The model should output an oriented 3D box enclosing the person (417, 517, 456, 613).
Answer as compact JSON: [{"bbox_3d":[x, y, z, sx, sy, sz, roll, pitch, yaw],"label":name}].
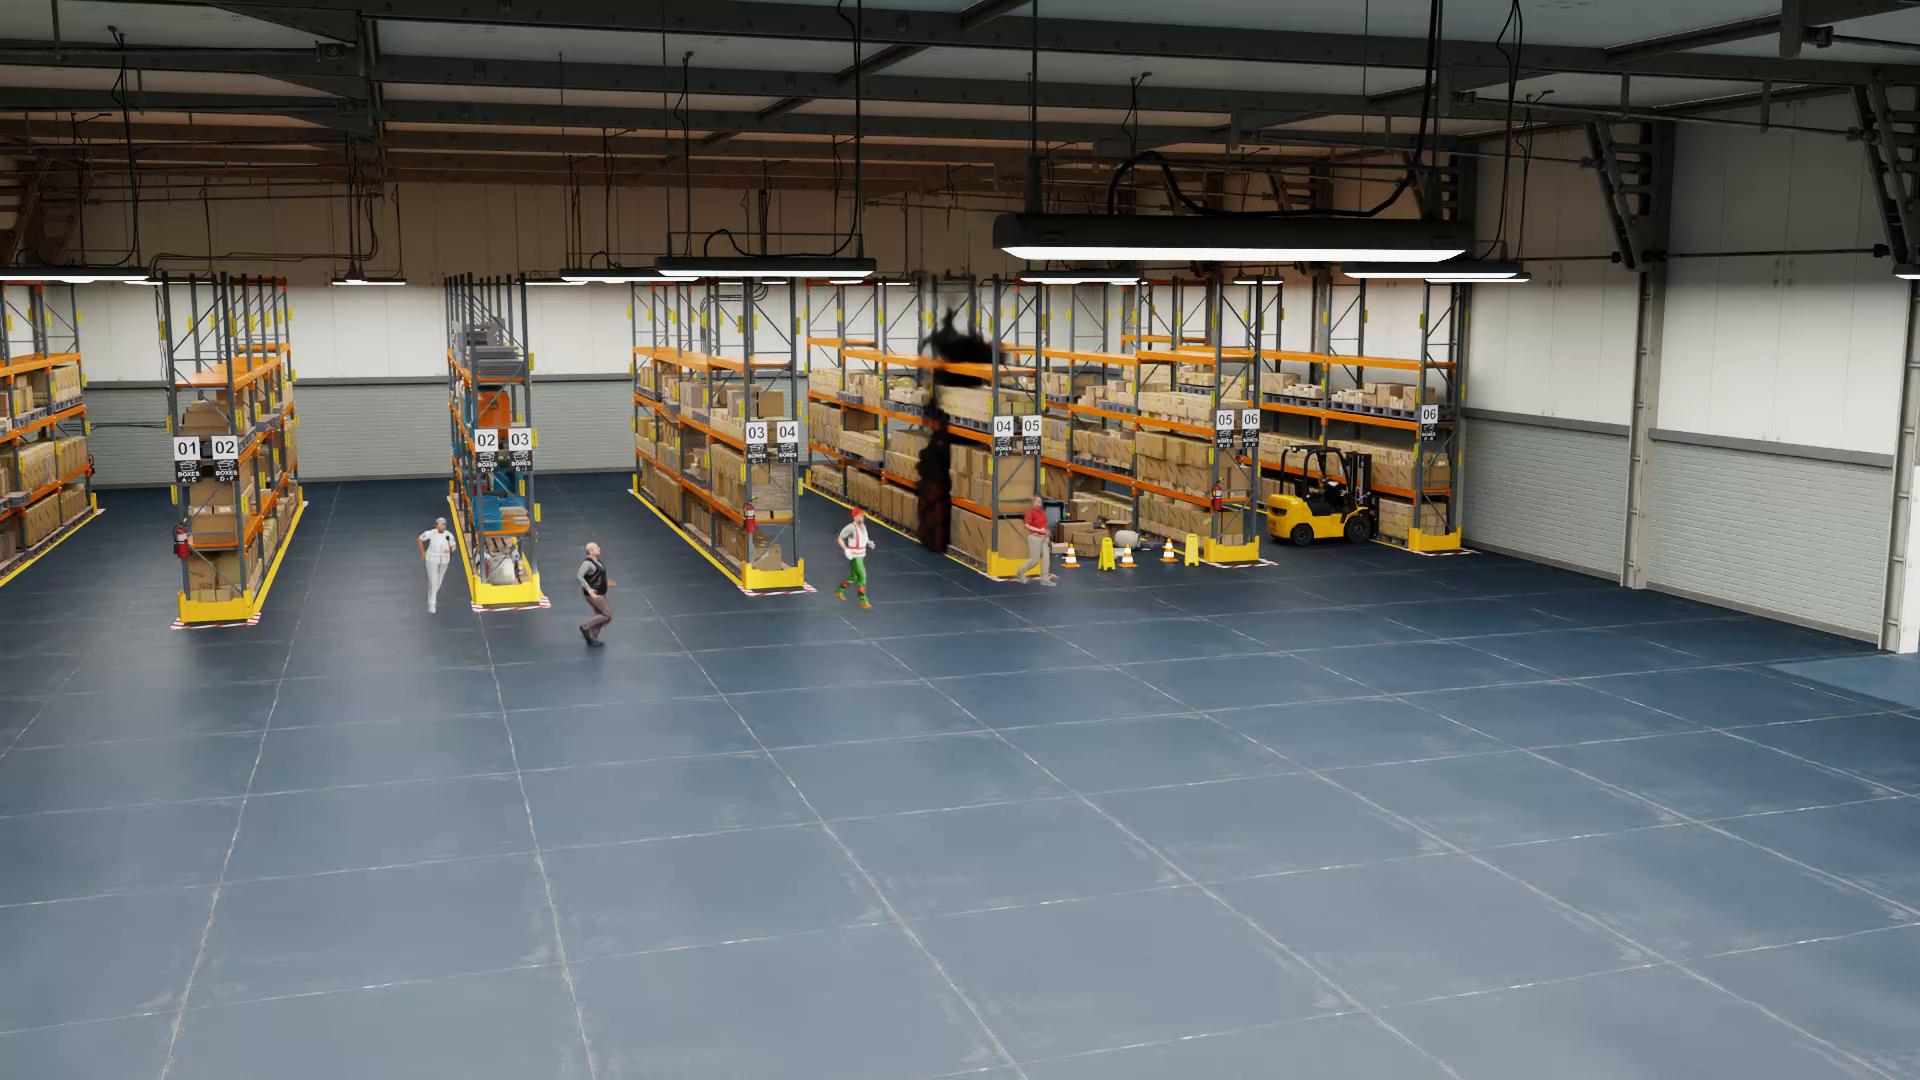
[{"bbox_3d":[-9.398,0.425,29.941,0.630,1.695,0.793,-6,11,-36],"label":"person"}]

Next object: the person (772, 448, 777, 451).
[{"bbox_3d":[-5.601,-2.319,47.746,0.701,1.706,0.536,2,9,11],"label":"person"}]

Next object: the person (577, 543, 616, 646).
[{"bbox_3d":[-5.827,0.877,26.743,0.569,1.676,0.652,1,9,3],"label":"person"}]

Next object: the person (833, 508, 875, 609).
[{"bbox_3d":[-1.903,0.311,30.041,0.858,1.810,0.650,4,10,25],"label":"person"}]

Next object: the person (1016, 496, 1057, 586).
[{"bbox_3d":[1.461,0.011,31.689,0.829,1.706,0.686,6,10,35],"label":"person"}]
